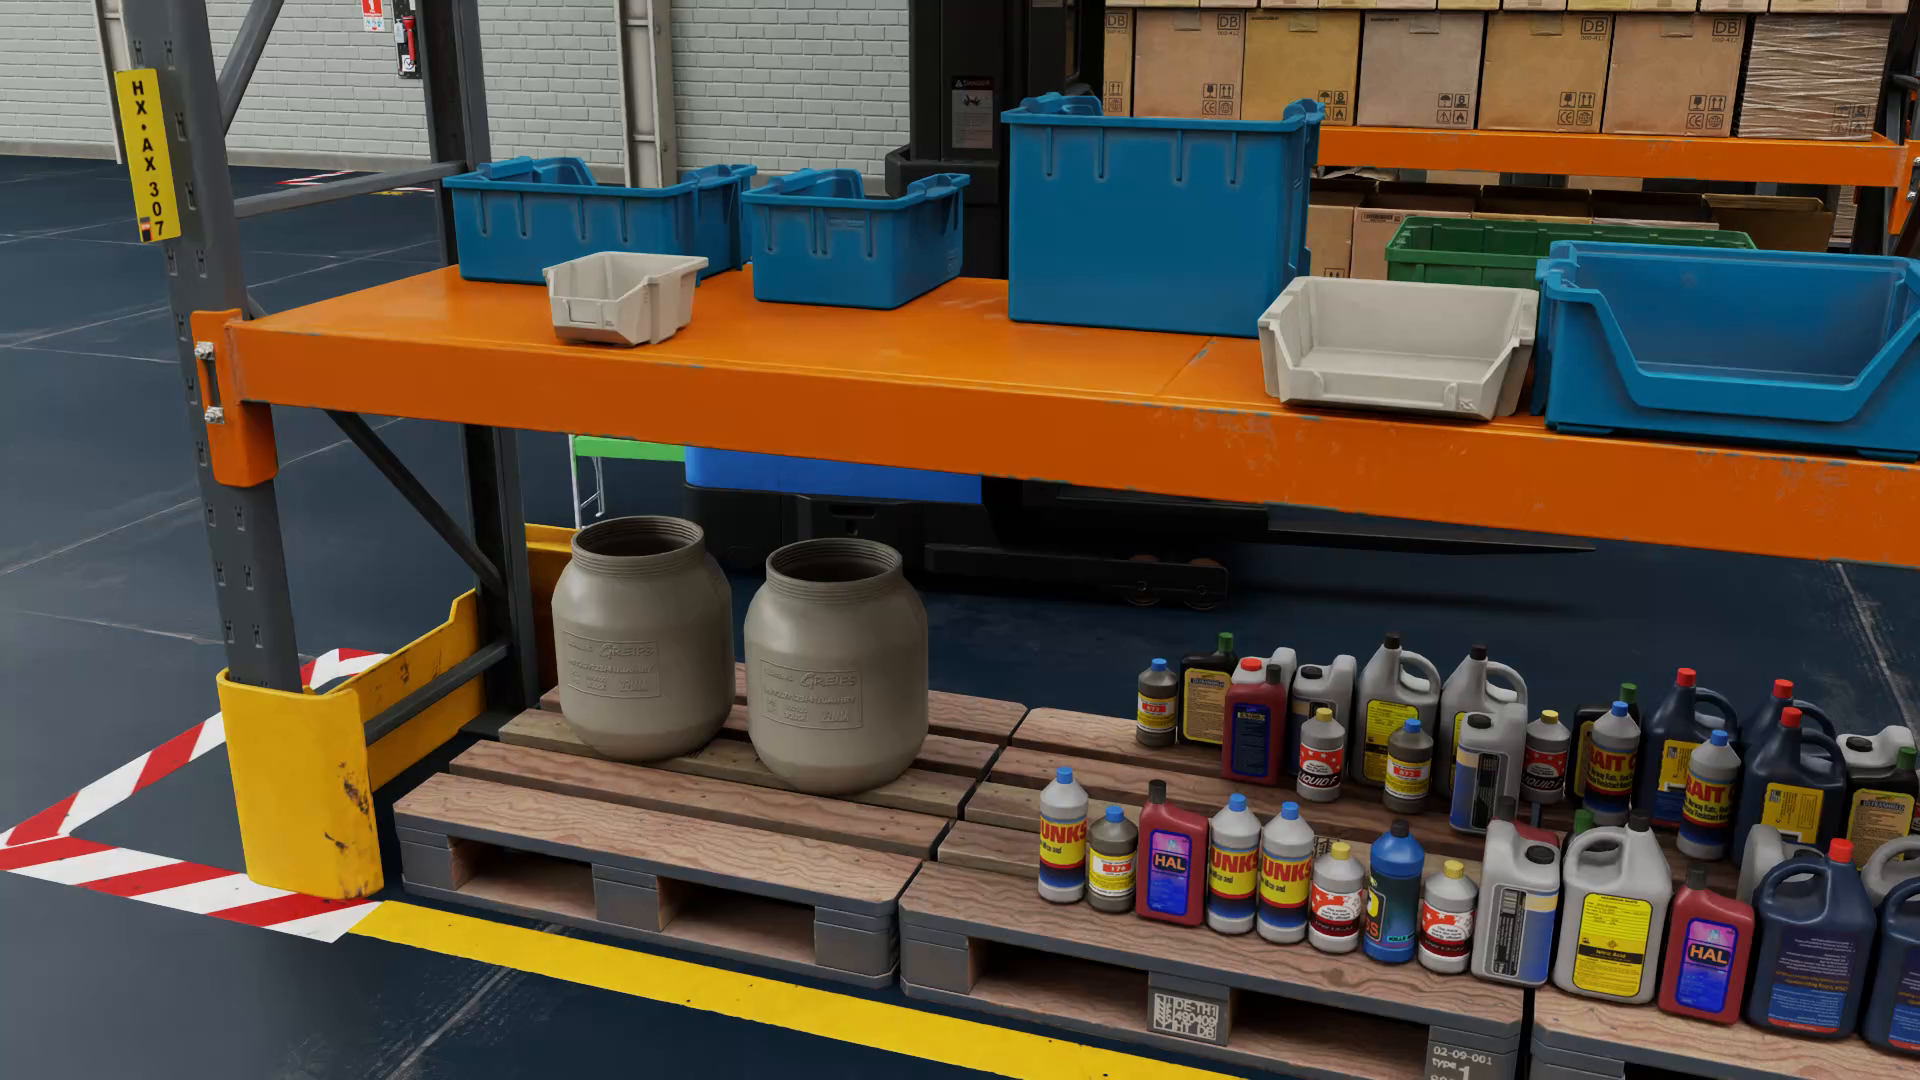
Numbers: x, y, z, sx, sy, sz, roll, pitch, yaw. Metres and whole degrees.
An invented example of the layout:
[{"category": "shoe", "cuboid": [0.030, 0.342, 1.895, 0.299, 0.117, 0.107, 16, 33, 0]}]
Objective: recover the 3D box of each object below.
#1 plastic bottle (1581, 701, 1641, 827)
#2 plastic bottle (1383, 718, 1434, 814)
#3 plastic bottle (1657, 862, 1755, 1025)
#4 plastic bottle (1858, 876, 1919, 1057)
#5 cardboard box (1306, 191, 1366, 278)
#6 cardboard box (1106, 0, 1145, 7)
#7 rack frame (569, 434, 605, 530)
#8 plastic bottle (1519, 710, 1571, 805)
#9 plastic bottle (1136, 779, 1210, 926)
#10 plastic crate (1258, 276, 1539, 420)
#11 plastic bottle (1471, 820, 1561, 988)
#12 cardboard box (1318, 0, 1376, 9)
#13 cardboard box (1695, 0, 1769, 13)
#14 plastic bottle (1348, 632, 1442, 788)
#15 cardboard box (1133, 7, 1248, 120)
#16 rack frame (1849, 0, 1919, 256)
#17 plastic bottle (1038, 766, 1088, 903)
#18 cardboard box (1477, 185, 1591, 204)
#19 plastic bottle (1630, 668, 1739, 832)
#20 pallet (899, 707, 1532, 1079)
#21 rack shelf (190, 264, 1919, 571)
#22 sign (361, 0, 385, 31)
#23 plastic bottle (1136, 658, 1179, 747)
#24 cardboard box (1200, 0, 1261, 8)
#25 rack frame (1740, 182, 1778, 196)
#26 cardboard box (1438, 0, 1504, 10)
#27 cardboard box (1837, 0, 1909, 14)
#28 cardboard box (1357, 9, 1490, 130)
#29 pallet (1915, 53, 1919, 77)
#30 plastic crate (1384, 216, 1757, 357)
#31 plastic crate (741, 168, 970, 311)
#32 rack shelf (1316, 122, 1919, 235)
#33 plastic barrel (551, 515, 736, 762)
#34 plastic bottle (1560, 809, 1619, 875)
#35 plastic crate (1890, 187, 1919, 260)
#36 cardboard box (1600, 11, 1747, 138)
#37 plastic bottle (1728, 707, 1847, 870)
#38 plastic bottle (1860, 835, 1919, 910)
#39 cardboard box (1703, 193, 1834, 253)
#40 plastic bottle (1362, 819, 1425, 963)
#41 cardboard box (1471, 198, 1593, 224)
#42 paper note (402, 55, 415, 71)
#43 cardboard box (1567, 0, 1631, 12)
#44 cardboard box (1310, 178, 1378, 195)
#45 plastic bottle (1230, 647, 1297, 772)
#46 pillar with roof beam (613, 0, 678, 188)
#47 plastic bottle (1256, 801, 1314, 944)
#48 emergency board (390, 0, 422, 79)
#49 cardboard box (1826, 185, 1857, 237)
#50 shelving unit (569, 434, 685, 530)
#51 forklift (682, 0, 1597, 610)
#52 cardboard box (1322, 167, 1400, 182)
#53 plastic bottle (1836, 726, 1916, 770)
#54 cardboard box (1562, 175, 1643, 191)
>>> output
[{"category": "plastic bottle", "cuboid": [1.419, 0.480, 3.618, 0.097, 0.271, 0.097, 0, 19, 0]}, {"category": "plastic bottle", "cuboid": [0.995, 0.494, 3.685, 0.097, 0.201, 0.097, 0, 19, 0]}, {"category": "plastic bottle", "cuboid": [1.323, 0.710, 2.940, 0.133, 0.283, 0.061, 8, 21, 22]}, {"category": "plastic bottle", "cuboid": [1.672, 0.704, 2.856, 0.185, 0.351, 0.144, 6, 20, 17]}, {"category": "cardboard box", "cuboid": [1.609, -1.355, 7.805, 0.500, 0.500, 0.500, 7, 20, 18]}, {"category": "cardboard box", "cuboid": [0.776, -2.548, 7.690, 0.250, 0.149, 0.380, 6, 20, 17]}, {"category": "rack frame", "cuboid": [-1.391, -0.634, 6.072, 0.015, 1.200, 0.240, 4, 20, 10]}, {"category": "plastic bottle", "cuboid": [1.311, 0.480, 3.725, 0.097, 0.201, 0.097, 0, 19, 0]}, {"category": "plastic bottle", "cuboid": [0.415, 0.606, 3.238, 0.133, 0.283, 0.061, 7, 20, 19]}, {"category": "plastic crate", "cuboid": [0.758, -0.331, 2.871, 0.437, 0.136, 0.530, 7, 20, 18]}, {"category": "plastic bottle", "cuboid": [1.033, 0.665, 3.082, 0.135, 0.276, 0.152, 7, 20, 19]}, {"category": "cardboard box", "cuboid": [1.743, -2.437, 7.372, 0.250, 0.149, 0.380, 6, 20, 17]}, {"category": "cardboard box", "cuboid": [3.196, -2.270, 6.894, 0.250, 0.149, 0.380, 6, 20, 16]}, {"category": "plastic bottle", "cuboid": [0.993, 0.381, 3.782, 0.185, 0.351, 0.144, 7, 21, 20]}, {"category": "cardboard box", "cuboid": [1.160, -2.269, 7.876, 0.500, 0.500, 0.700, 7, 20, 19]}, {"category": "rack frame", "cuboid": [4.004, -1.899, 6.967, 0.127, 3.000, 1.000, 7, 20, 18]}, {"category": "plastic bottle", "cuboid": [0.207, 0.582, 3.326, 0.097, 0.271, 0.097, 0, 19, 0]}, {"category": "cardboard box", "cuboid": [2.724, -1.408, 7.960, 0.500, 0.500, 0.500, 7, 20, 18]}, {"category": "plastic bottle", "cuboid": [1.570, 0.447, 3.592, 0.185, 0.351, 0.144, 6, 20, 16]}, {"category": "pallet", "cuboid": [0.598, 0.741, 3.631, 1.213, 0.211, 1.003, 7, 20, 18]}, {"category": "rack shelf", "cuboid": [0.486, -0.236, 3.288, 4.000, 0.370, 1.077, 7, 20, 18]}, {"category": "sign", "cuboid": [-5.685, -5.101, 16.098, 0.234, 0.329, 0.001, 7, 20, 18]}, {"category": "plastic bottle", "cuboid": [0.475, 0.384, 4.000, 0.097, 0.201, 0.097, 0, 19, 0]}, {"category": "cardboard box", "cuboid": [1.249, -2.492, 7.532, 0.250, 0.149, 0.380, 6, 20, 17]}, {"category": "rack frame", "cuboid": [5.626, -3.440, 11.387, 0.127, 3.000, 1.000, 7, 20, 18]}, {"category": "cardboard box", "cuboid": [2.226, -2.381, 7.211, 0.250, 0.149, 0.380, 7, 20, 20]}, {"category": "cardboard box", "cuboid": [3.677, -2.215, 6.737, 0.250, 0.149, 0.380, 7, 20, 18]}, {"category": "cardboard box", "cuboid": [2.126, -2.158, 7.557, 0.500, 0.500, 0.700, 7, 20, 20]}, {"category": "pallet", "cuboid": [6.300, -3.221, 11.052, 1.213, 0.211, 1.003, 7, 20, 18]}, {"category": "plastic crate", "cuboid": [1.185, -0.494, 3.257, 0.662, 0.188, 0.450, 7, 20, 18]}, {"category": "plastic crate", "cuboid": [-0.221, -0.688, 3.719, 0.408, 0.251, 0.499, 7, 20, 18]}, {"category": "rack shelf", "cuboid": [2.115, -1.775, 7.705, 4.000, 0.370, 1.077, 7, 20, 18]}, {"category": "plastic barrel", "cuboid": [-0.757, 0.232, 3.994, 0.421, 0.512, 0.421, 0, 19, 0]}, {"category": "plastic bottle", "cuboid": [1.195, 0.645, 3.126, 0.133, 0.283, 0.061, 7, 20, 18]}, {"category": "plastic crate", "cuboid": [1.922, -0.426, 2.836, 0.504, 0.338, 0.767, 7, 20, 18]}, {"category": "cardboard box", "cuboid": [3.082, -2.047, 7.240, 0.500, 0.500, 0.700, 6, 20, 17]}, {"category": "plastic bottle", "cuboid": [1.701, 0.512, 3.405, 0.185, 0.351, 0.144, 7, 20, 18]}, {"category": "plastic bottle", "cuboid": [1.719, 0.659, 2.985, 0.185, 0.351, 0.144, 7, 20, 18]}, {"category": "cardboard box", "cuboid": [3.669, -1.301, 7.650, 0.500, 0.500, 0.500, 7, 20, 18]}, {"category": "plastic bottle", "cuboid": [0.817, 0.652, 3.126, 0.097, 0.271, 0.097, 0, 19, 0]}, {"category": "cardboard box", "cuboid": [2.552, -1.246, 7.493, 0.500, 0.500, 0.500, 7, 20, 18]}, {"category": "paper note", "cuboid": [-5.341, -4.617, 16.102, 0.142, 0.148, 0.016, 7, 20, 18]}, {"category": "cardboard box", "cuboid": [2.716, -2.326, 7.054, 0.250, 0.149, 0.380, 6, 20, 18]}, {"category": "cardboard box", "cuboid": [1.779, -1.516, 8.269, 0.500, 0.500, 0.500, 7, 20, 18]}, {"category": "plastic bottle", "cuboid": [0.704, 0.385, 3.885, 0.135, 0.276, 0.152, 7, 20, 18]}, {"category": "pillar with roof beam", "cuboid": [-4.288, -6.207, 10.213, 0.400, 9.000, 9.100, 7, 20, 18]}, {"category": "plastic bottle", "cuboid": [0.625, 0.630, 3.189, 0.097, 0.271, 0.097, 0, 19, 0]}, {"category": "emergency board", "cuboid": [-5.197, -4.992, 15.840, 0.643, 1.169, 0.194, 7, 20, 18]}, {"category": "cardboard box", "cuboid": [6.327, -2.393, 11.513, 0.500, 0.500, 0.700, 7, 20, 20]}, {"category": "shelving unit", "cuboid": [-1.152, -0.619, 6.028, 0.503, 1.200, 0.258, 4, 20, 10]}, {"category": "forklift", "cuboid": [0.612, -1.345, 5.483, 3.031, 2.935, 1.130, 4, 20, 10]}, {"category": "cardboard box", "cuboid": [3.010, -2.646, 12.525, 0.500, 0.311, 0.500, 8, 21, 23]}, {"category": "plastic bottle", "cuboid": [1.903, 0.522, 3.491, 0.135, 0.276, 0.152, 7, 21, 20]}, {"category": "cardboard box", "cuboid": [4.633, -2.567, 12.012, 0.500, 0.500, 0.500, 5, 20, 14]}]
